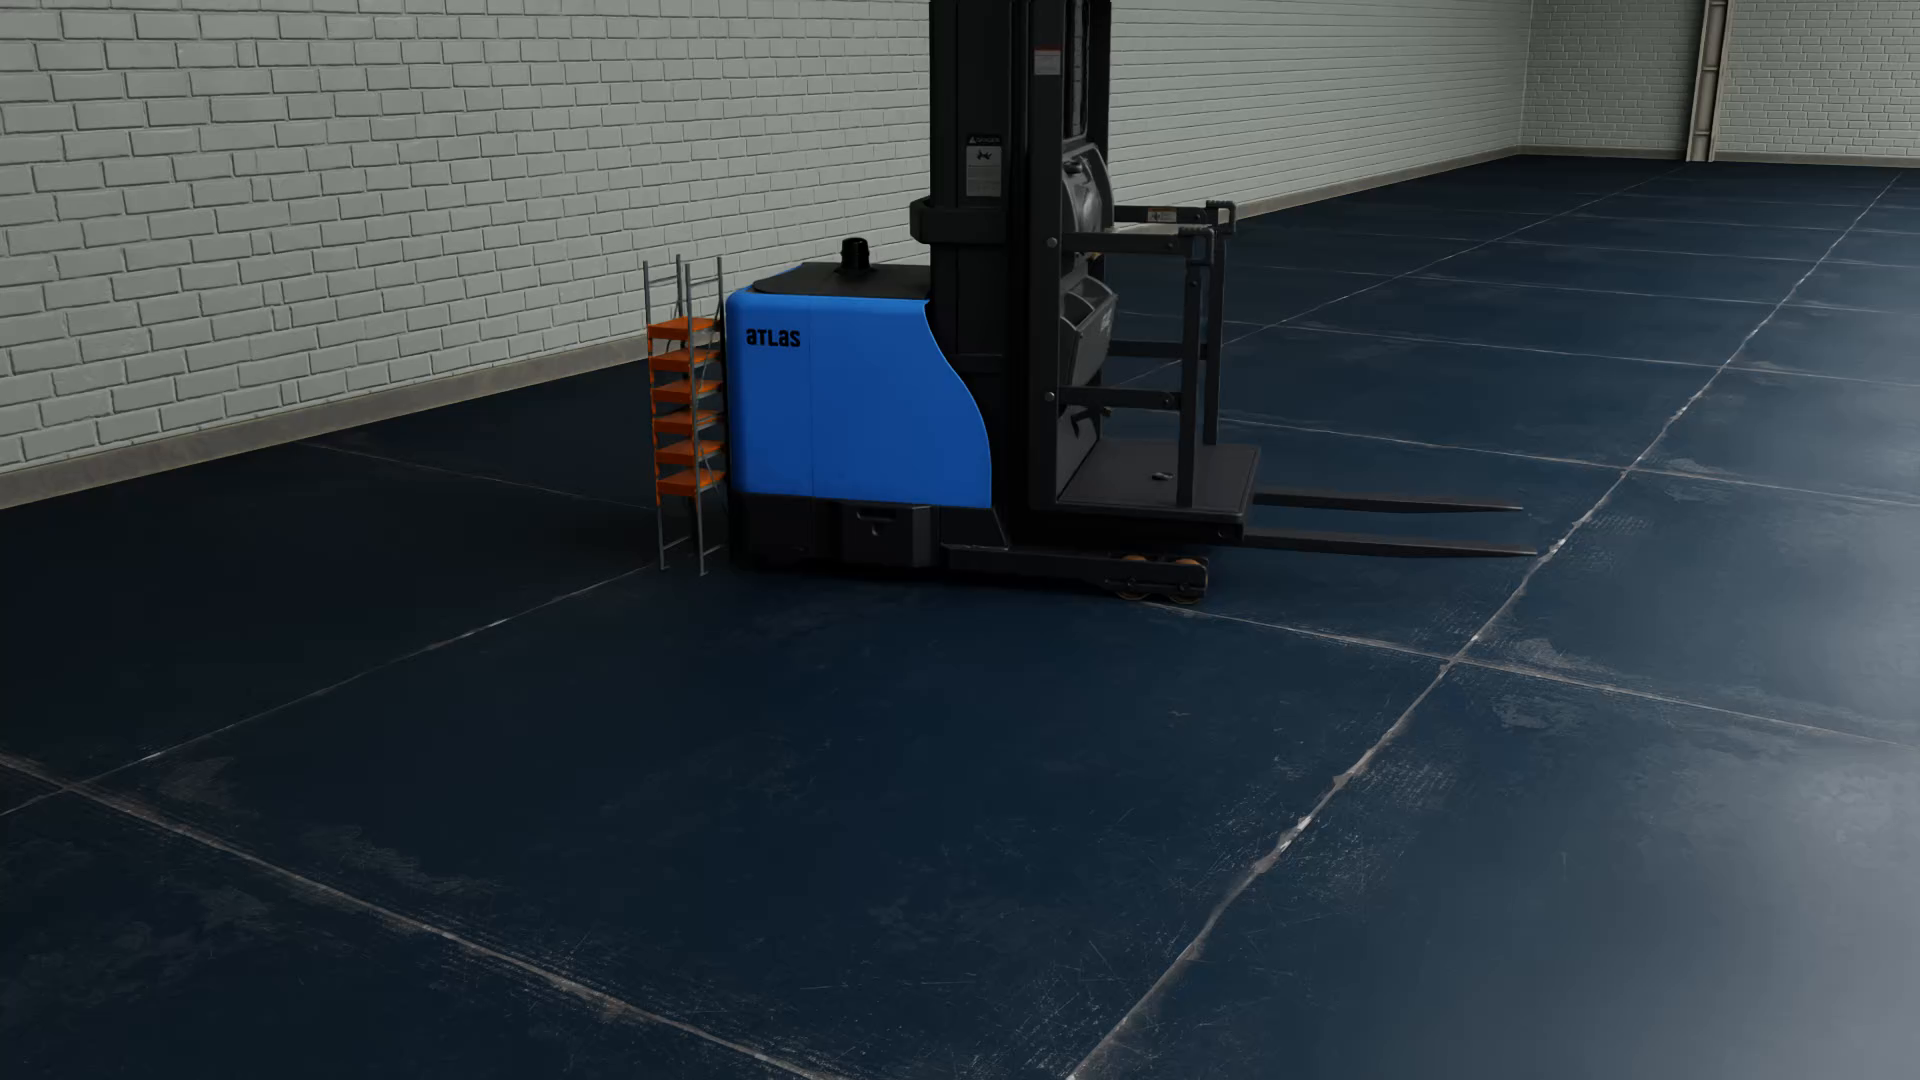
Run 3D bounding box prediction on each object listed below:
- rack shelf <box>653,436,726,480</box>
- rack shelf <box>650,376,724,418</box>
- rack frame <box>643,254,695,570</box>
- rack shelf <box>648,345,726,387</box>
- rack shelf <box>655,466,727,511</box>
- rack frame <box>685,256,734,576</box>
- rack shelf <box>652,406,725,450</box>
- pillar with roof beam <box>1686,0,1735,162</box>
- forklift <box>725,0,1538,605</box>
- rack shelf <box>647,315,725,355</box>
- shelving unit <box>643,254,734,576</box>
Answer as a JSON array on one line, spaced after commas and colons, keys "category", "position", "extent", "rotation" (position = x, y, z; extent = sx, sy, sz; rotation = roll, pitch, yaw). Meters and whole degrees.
[{"category": "rack shelf", "position": [-1.036, -0.319, 6.432], "extent": [0.180, 0.103, 0.258], "rotation": [7, 18, 23]}, {"category": "rack shelf", "position": [-1.036, -0.548, 6.362], "extent": [0.180, 0.103, 0.258], "rotation": [7, 18, 23]}, {"category": "rack frame", "position": [-1.120, -0.487, 6.420], "extent": [0.006, 1.200, 0.240], "rotation": [7, 18, 23]}, {"category": "rack shelf", "position": [-1.036, -0.663, 6.327], "extent": [0.180, 0.103, 0.258], "rotation": [7, 18, 23]}, {"category": "rack shelf", "position": [-1.036, -0.204, 6.467], "extent": [0.180, 0.103, 0.258], "rotation": [7, 18, 23]}, {"category": "rack frame", "position": [-0.952, -0.465, 6.349], "extent": [0.006, 1.200, 0.240], "rotation": [7, 18, 23]}, {"category": "rack shelf", "position": [-1.036, -0.434, 6.397], "extent": [0.180, 0.103, 0.258], "rotation": [7, 18, 23]}, {"category": "pillar with roof beam", "position": [10.025, -9.531, 22.777], "extent": [0.400, 9.000, 9.100], "rotation": [10, 20, 30]}, {"category": "forklift", "position": [0.672, -1.335, 6.233], "extent": [3.031, 2.935, 1.130], "rotation": [4, 17, 13]}, {"category": "rack shelf", "position": [-1.036, -0.778, 6.293], "extent": [0.180, 0.103, 0.258], "rotation": [7, 18, 23]}, {"category": "shelving unit", "position": [-1.036, -0.476, 6.384], "extent": [0.189, 1.200, 0.258], "rotation": [7, 18, 23]}]
